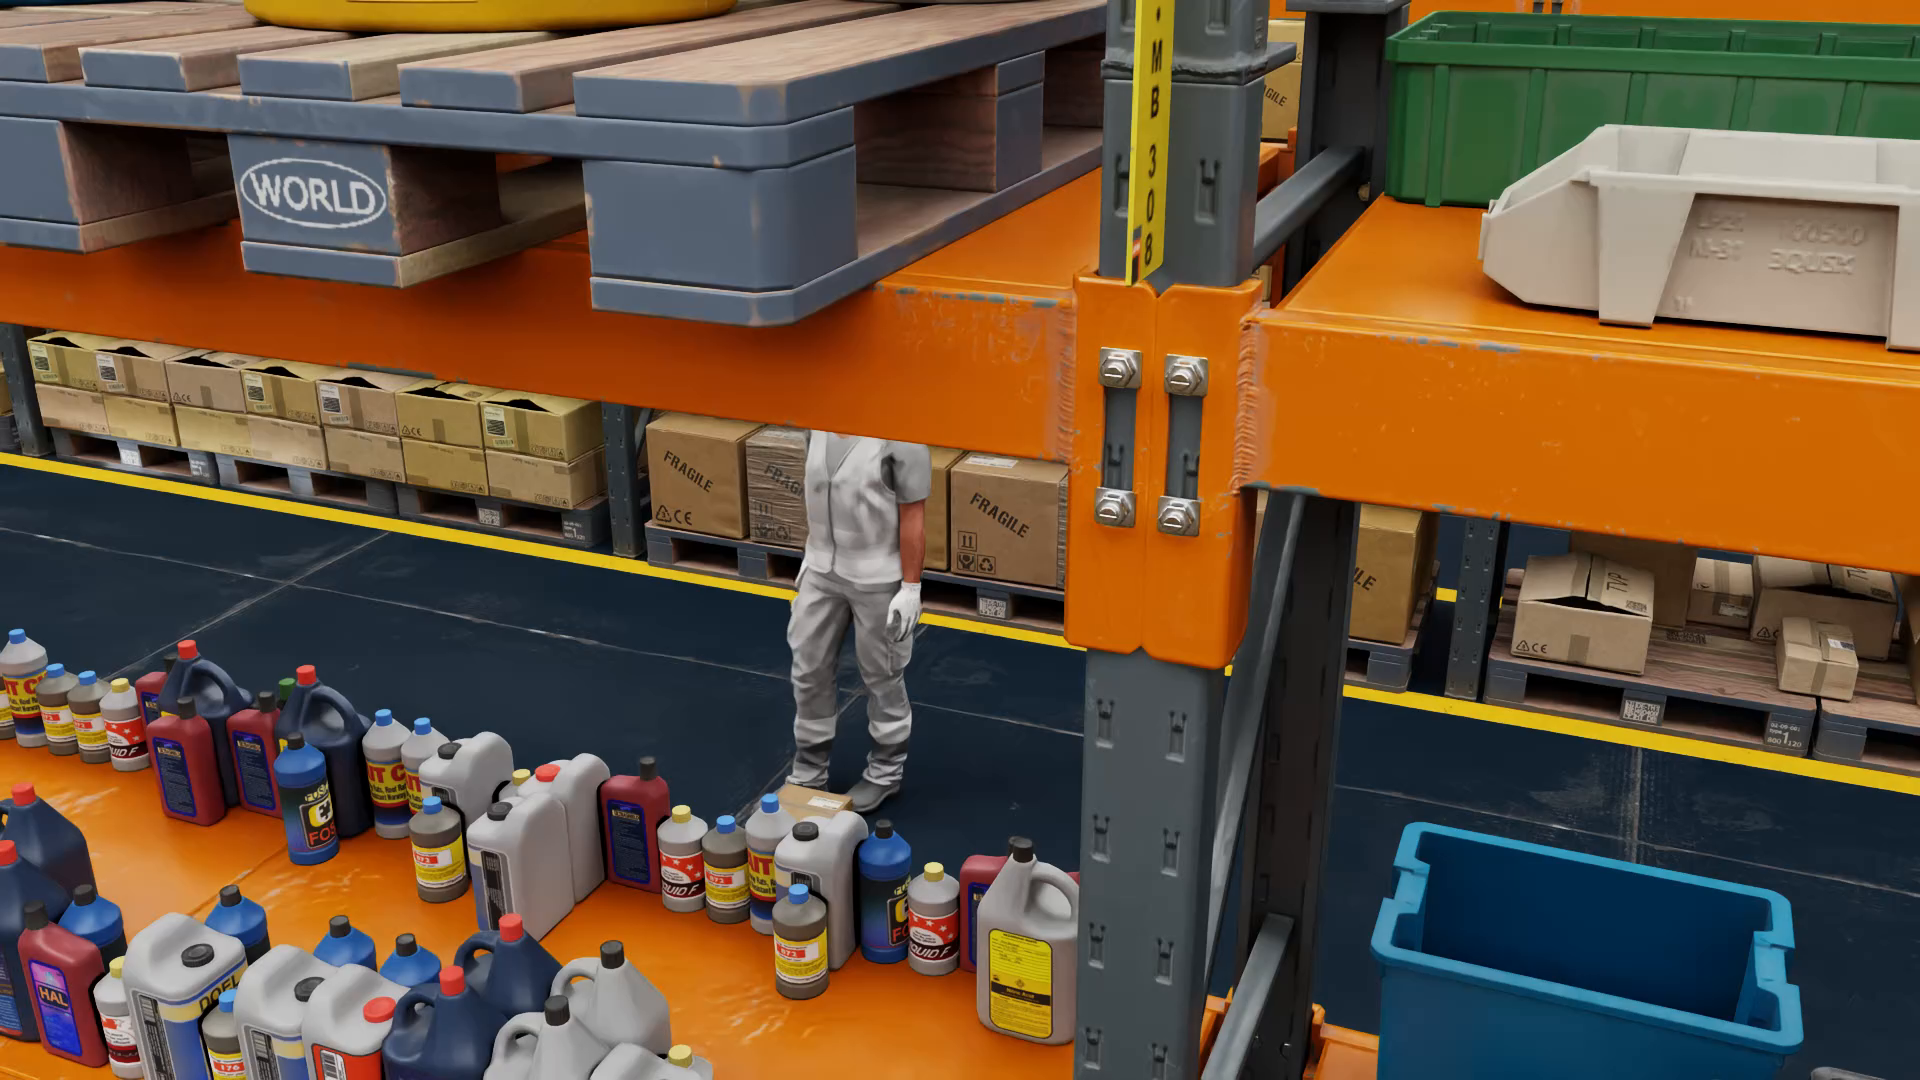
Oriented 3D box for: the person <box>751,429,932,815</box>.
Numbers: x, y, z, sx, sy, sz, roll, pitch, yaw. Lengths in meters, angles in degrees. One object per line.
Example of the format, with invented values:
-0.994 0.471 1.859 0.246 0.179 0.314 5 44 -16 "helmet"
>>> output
-0.398 0.149 5.688 0.577 1.804 0.483 14 26 31 "person"
